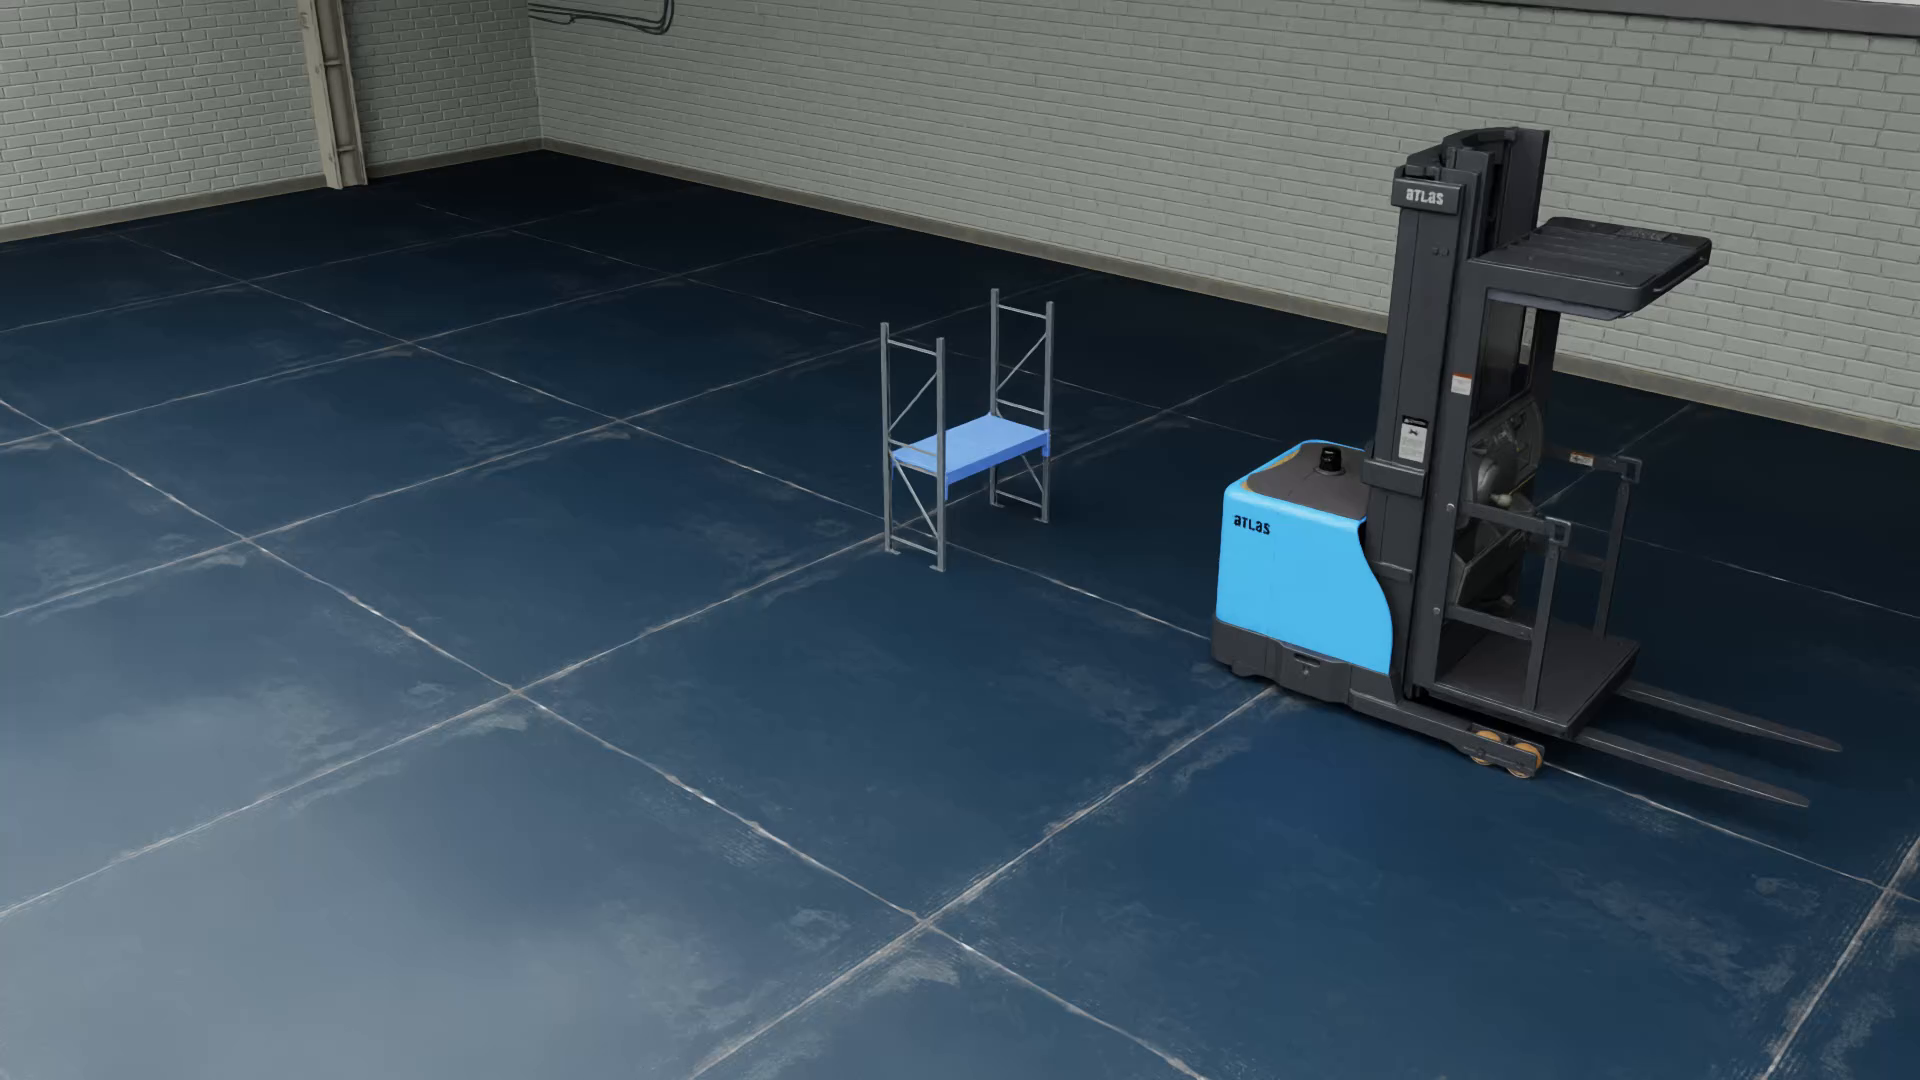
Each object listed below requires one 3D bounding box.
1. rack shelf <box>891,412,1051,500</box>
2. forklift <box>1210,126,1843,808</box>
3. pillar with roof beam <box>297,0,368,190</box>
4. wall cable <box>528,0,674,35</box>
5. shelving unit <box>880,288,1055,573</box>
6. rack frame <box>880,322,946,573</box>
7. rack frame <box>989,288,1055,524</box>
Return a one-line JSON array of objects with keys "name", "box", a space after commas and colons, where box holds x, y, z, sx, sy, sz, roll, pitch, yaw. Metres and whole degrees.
[{"name": "rack shelf", "box": [0.057, -0.546, 10.575, 0.538, 0.185, 1.000, 20, 31, 38]}, {"name": "forklift", "box": [2.850, -0.417, 8.098, 3.031, 2.935, 1.130, 18, 30, 34]}, {"name": "pillar with roof beam", "box": [-4.352, -7.307, 16.048, 9.100, 9.000, 0.400, 20, 31, 38]}, {"name": "wall cable", "box": [-4.607, -7.602, 20.501, 3.097, 2.526, 0.112, 20, 31, 38]}, {"name": "shelving unit", "box": [0.057, -0.710, 10.501, 0.538, 1.500, 1.048, 20, 31, 38]}, {"name": "rack frame", "box": [-0.282, -0.555, 10.156, 0.500, 1.500, 0.032, 20, 31, 38]}, {"name": "rack frame", "box": [0.396, -0.865, 10.847, 0.500, 1.500, 0.032, 20, 31, 38]}]
